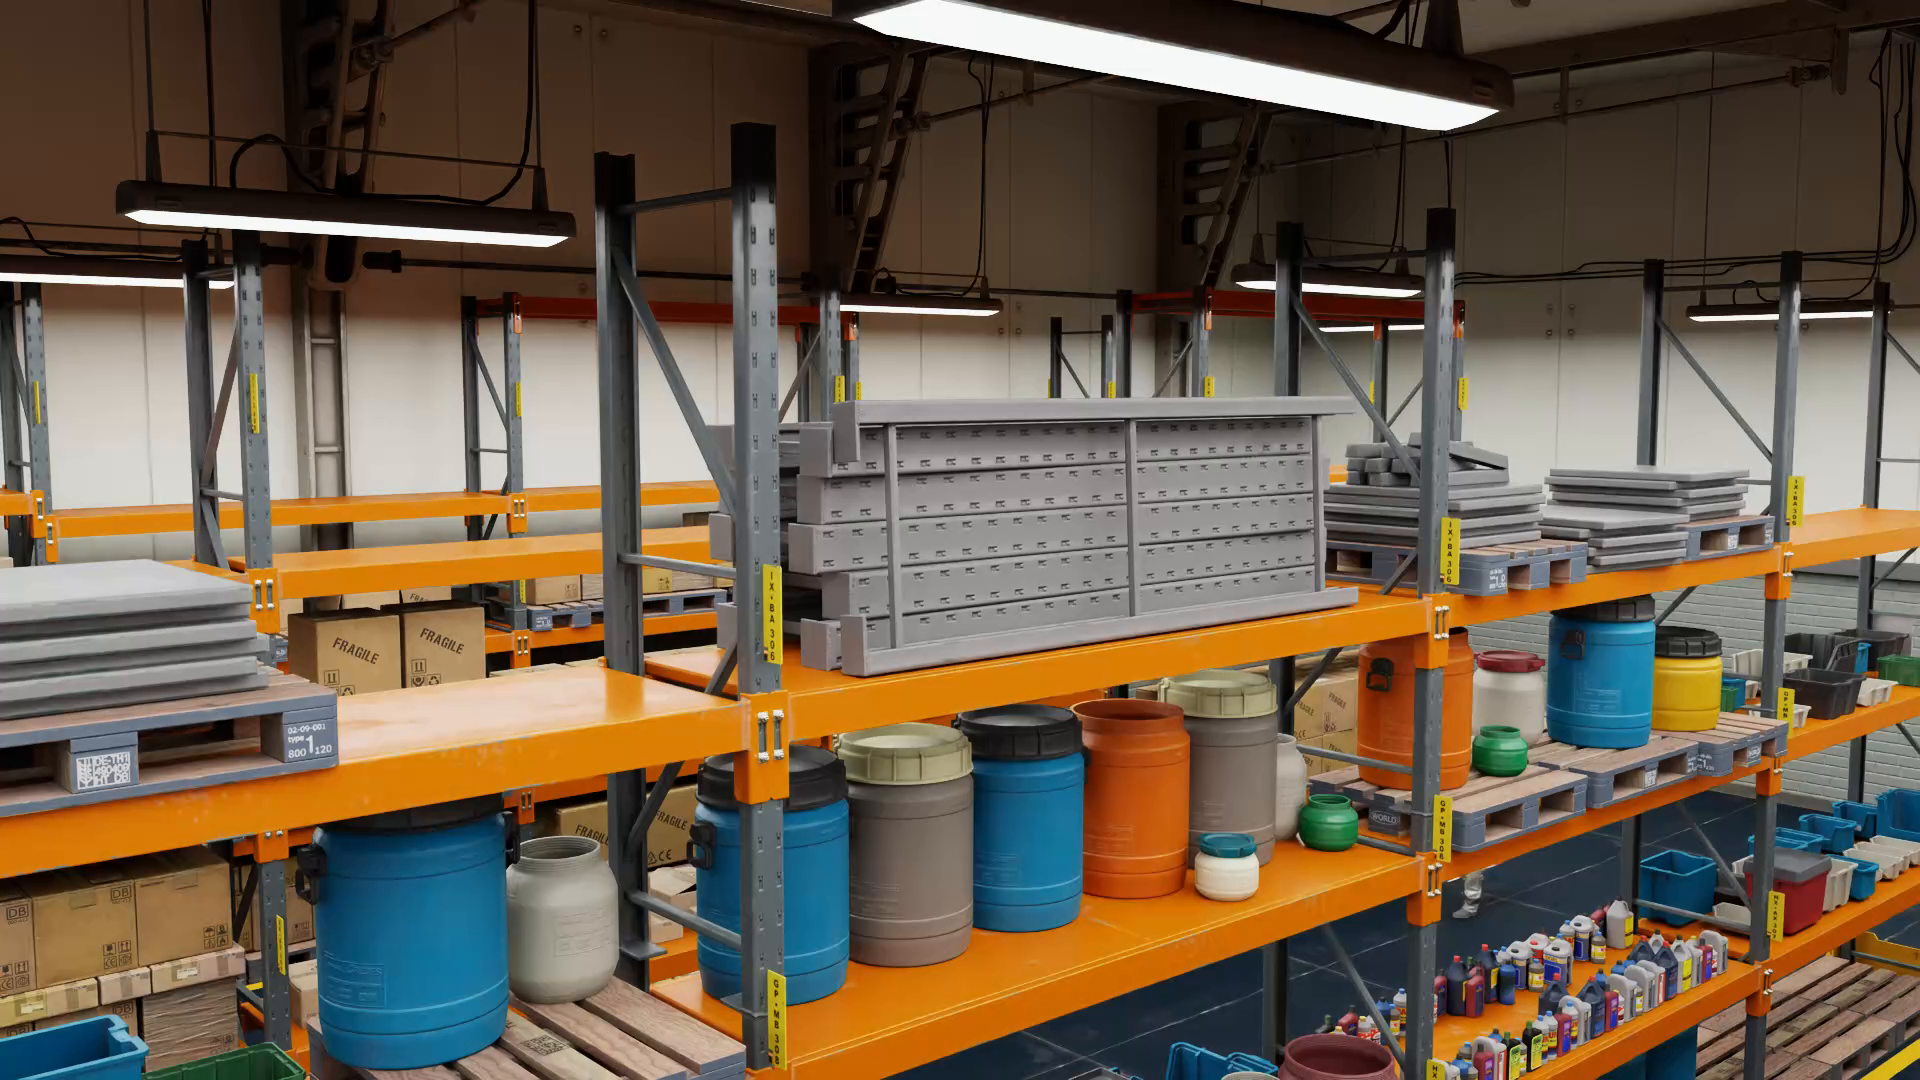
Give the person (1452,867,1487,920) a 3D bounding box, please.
[{"bbox_3d":[5.049,2.805,15.973,0.579,1.726,0.670,-5,7,-42],"label":"person"}]
